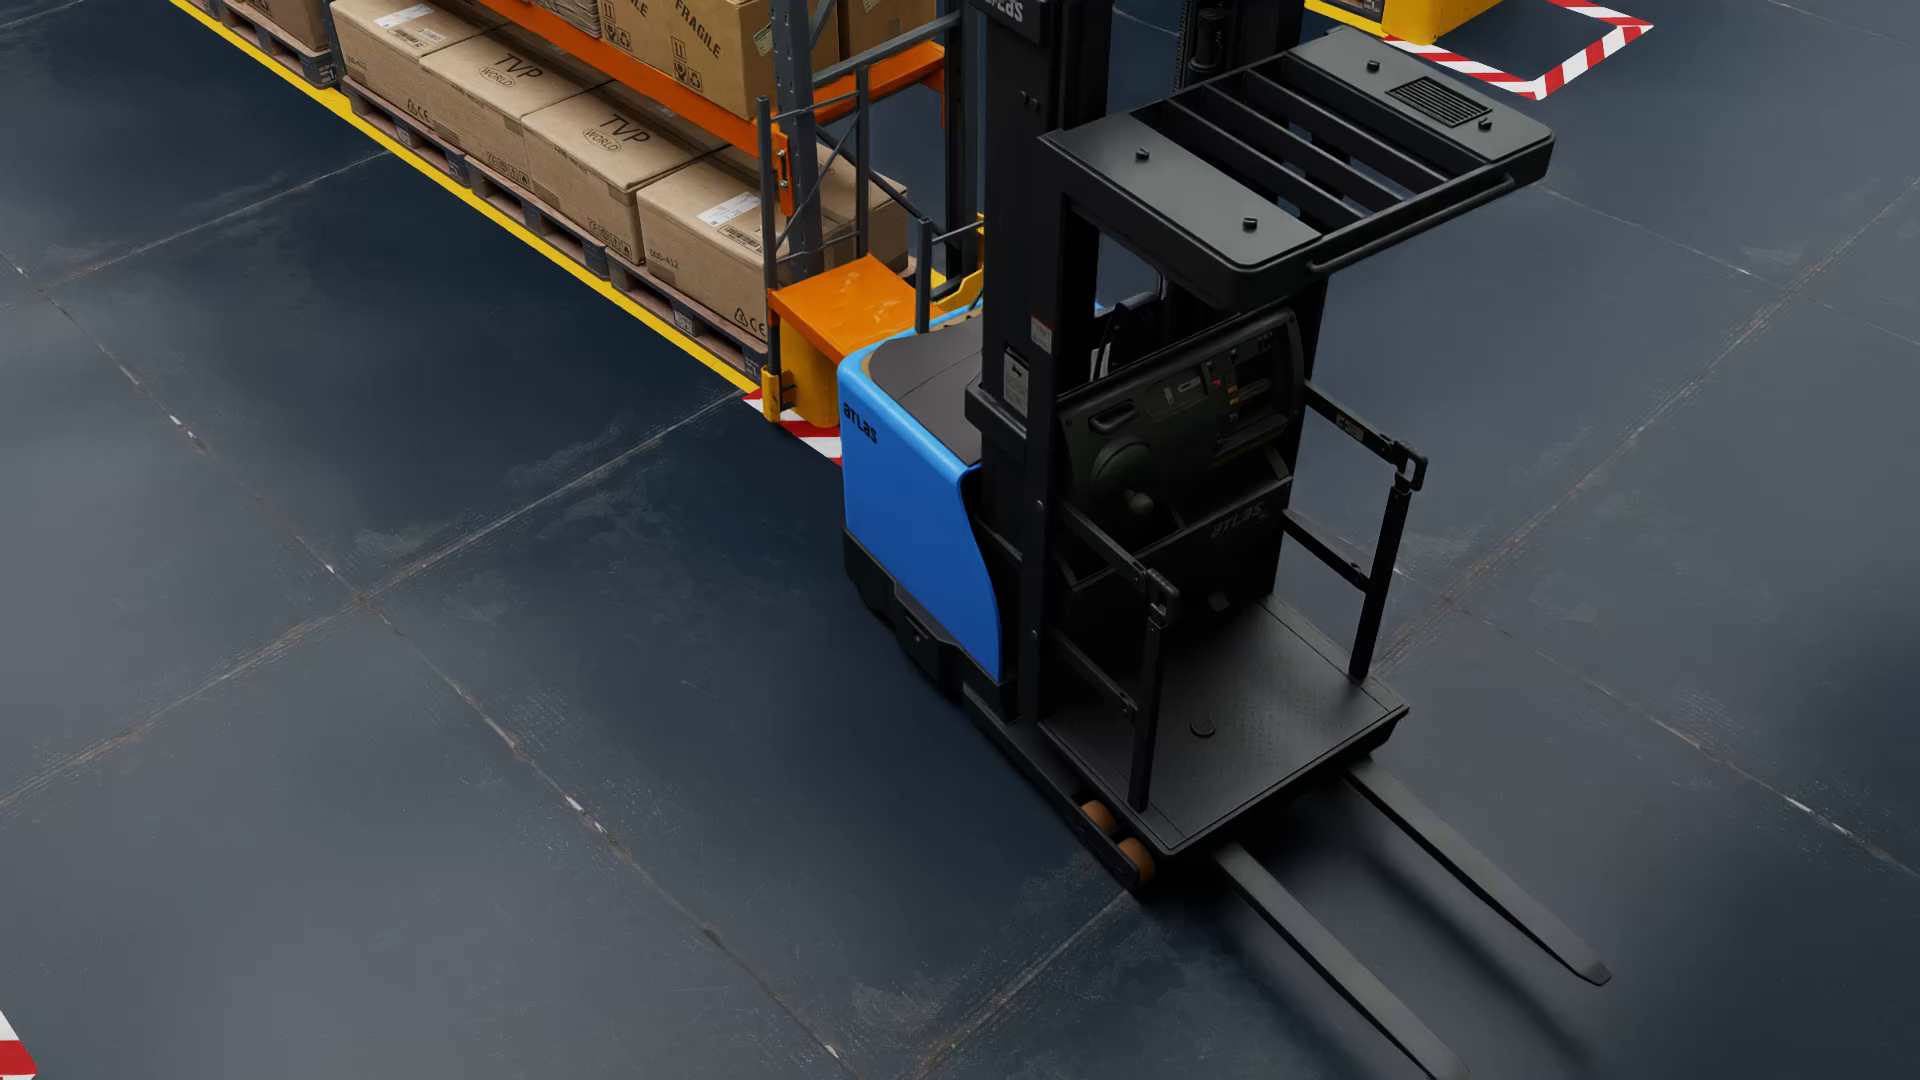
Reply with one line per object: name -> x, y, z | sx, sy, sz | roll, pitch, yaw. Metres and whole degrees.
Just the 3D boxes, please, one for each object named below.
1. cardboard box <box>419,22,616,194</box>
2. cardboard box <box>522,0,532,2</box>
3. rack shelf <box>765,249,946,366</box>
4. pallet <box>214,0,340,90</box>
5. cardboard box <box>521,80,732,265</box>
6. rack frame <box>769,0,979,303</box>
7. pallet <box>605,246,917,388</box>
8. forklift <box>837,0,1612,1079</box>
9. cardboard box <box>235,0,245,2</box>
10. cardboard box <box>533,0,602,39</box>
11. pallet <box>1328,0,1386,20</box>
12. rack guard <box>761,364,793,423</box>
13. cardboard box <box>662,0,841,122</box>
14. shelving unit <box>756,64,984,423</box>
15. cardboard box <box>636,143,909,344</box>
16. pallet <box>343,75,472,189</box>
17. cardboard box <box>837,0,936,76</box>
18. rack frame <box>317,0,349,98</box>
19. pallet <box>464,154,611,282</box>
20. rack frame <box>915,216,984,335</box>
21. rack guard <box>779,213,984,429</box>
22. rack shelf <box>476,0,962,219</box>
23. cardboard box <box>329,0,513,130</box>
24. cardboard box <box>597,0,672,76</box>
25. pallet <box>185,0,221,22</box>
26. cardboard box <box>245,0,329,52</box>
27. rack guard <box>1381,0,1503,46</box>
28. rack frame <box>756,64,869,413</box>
cardboard box -> -2.139, -2.297, 8.604 | 0.875, 0.438, 0.875 | 33, 52, 30
cardboard box -> -1.930, -2.819, 7.517 | 0.500, 0.500, 0.500 | -33, 52, -30
rack shelf -> -0.286, -0.785, 6.697 | 0.538, 0.185, 1.000 | -26, 50, -28
pallet -> -3.738, -3.178, 10.033 | 1.003, 0.211, 1.213 | -34, 53, -31
cardboard box -> -1.504, -1.863, 8.135 | 0.875, 0.438, 0.875 | -33, 52, -30
rack frame -> -0.315, -1.945, 6.645 | 1.000, 3.000, 0.127 | -34, 53, -31
pallet -> -0.935, -1.268, 7.966 | 1.003, 0.211, 1.213 | -34, 53, -31
forklift -> 0.812, -0.305, 4.920 | 1.130, 2.935, 3.031 | -26, 49, -25
cardboard box -> -4.277, -3.931, 10.050 | 0.875, 0.875, 0.875 | -33, 52, -30
cardboard box -> -1.557, -2.577, 7.255 | 0.500, 0.500, 0.500 | -33, 52, -30
pallet -> 2.516, -3.786, 10.691 | 1.003, 0.211, 1.213 | -34, 53, -31
rack guard -> -0.603, -0.732, 7.275 | 0.587, 0.250, 0.087 | -26, 50, -28
cardboard box -> -0.843, -2.087, 6.724 | 0.500, 0.500, 0.500 | -34, 52, -31
shelving unit -> -0.273, -0.912, 6.570 | 0.587, 1.500, 1.083 | -26, 50, -28
cardboard box -> -0.851, -1.427, 7.663 | 0.875, 0.438, 0.875 | 32, 52, 30
pallet -> -2.658, -2.440, 9.235 | 1.003, 0.211, 1.213 | -34, 53, -31
cardboard box -> -0.450, -2.350, 7.009 | 0.500, 0.500, 0.500 | 34, 52, 31
rack frame -> -3.139, -3.867, 8.725 | 1.000, 3.000, 0.127 | -34, 53, -31
pallet -> -1.792, -1.854, 8.601 | 1.003, 0.211, 1.213 | -34, 53, -31
rack frame -> 0.032, -0.634, 6.289 | 0.500, 1.500, 0.032 | -26, 50, -28
rack guard -> -0.298, -1.015, 7.480 | 1.175, 0.500, 0.348 | -34, 53, -31
rack shelf -> -1.727, -2.642, 7.929 | 1.077, 0.370, 4.000 | -34, 53, -31
cardboard box -> -2.772, -2.727, 9.070 | 0.875, 0.438, 0.875 | 33, 52, 31
cardboard box -> -1.186, -2.335, 6.993 | 0.500, 0.500, 0.500 | 33, 52, 31
pallet -> -4.603, -3.764, 10.668 | 1.003, 0.211, 1.213 | -34, 53, -31
cardboard box -> -3.634, -3.500, 9.584 | 0.875, 0.875, 0.875 | -32, 52, -30
rack guard -> 3.065, -3.484, 10.152 | 1.175, 0.500, 0.348 | -34, 53, -31
rack frame -> -0.590, -1.200, 6.861 | 0.500, 1.500, 0.032 | -26, 50, -28
